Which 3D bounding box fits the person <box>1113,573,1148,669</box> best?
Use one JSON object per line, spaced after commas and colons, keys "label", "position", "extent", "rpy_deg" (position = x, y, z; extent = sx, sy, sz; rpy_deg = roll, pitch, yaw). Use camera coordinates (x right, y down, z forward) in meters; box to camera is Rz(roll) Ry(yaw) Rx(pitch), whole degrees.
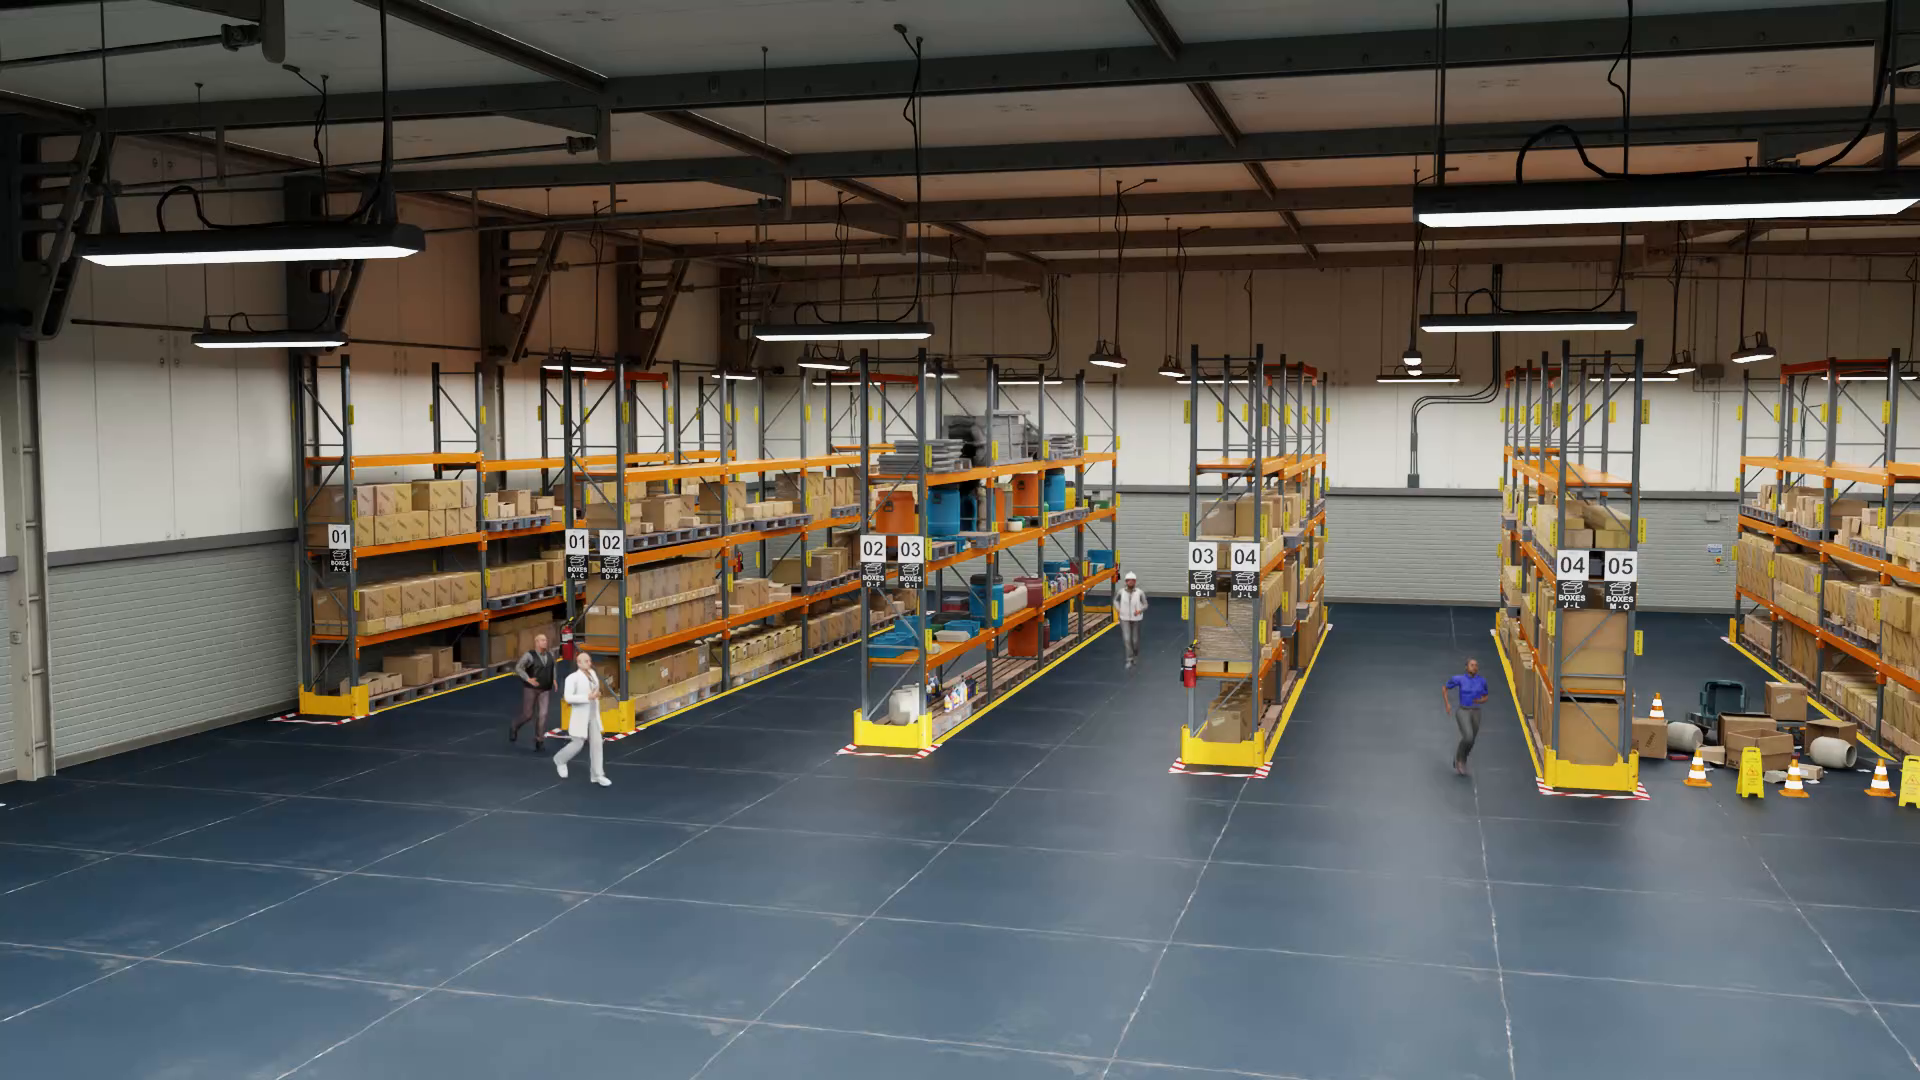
{"label": "person", "position": [3.206, 1.510, 31.305], "extent": [0.668, 1.788, 0.714], "rpy_deg": [1, 4, 9]}

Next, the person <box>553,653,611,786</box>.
{"label": "person", "position": [-5.117, 2.404, 22.526], "extent": [1.001, 1.767, 0.713], "rpy_deg": [3, 5, 34]}

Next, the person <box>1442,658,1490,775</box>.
{"label": "person", "position": [7.082, 2.459, 23.174], "extent": [0.568, 1.616, 0.645], "rpy_deg": [-1, 4, -11]}

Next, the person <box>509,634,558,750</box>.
{"label": "person", "position": [-6.351, 2.271, 25.112], "extent": [0.719, 1.681, 0.931], "rpy_deg": [-3, 6, -39]}
